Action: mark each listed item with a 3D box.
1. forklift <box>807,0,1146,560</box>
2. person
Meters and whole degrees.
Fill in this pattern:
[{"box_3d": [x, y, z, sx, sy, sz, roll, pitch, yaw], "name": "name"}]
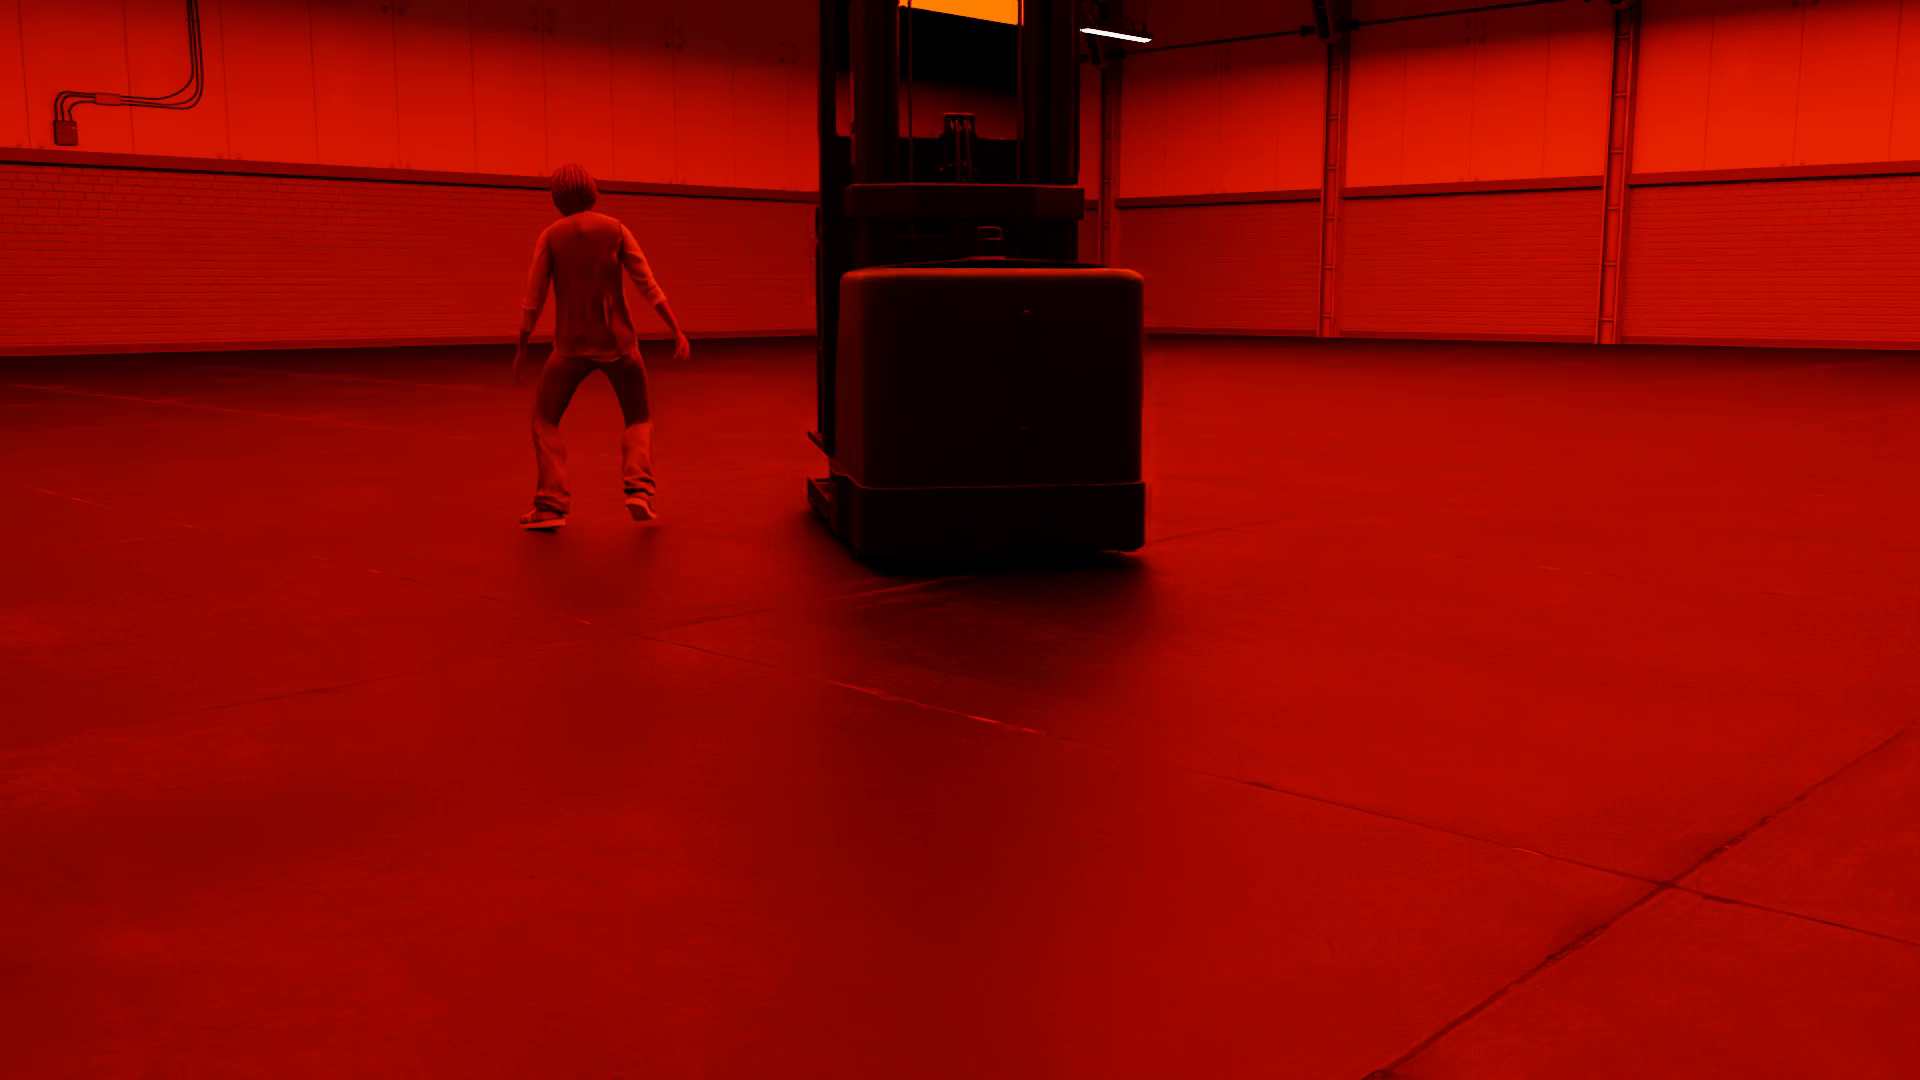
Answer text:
[{"box_3d": [-0.088, -1.553, 7.189, 1.130, 2.935, 3.031, -2, 9, -10], "name": "forklift"}, {"box_3d": [-1.509, -0.802, 6.981, 0.743, 1.524, 0.444, -1, 9, -9], "name": "person"}]
